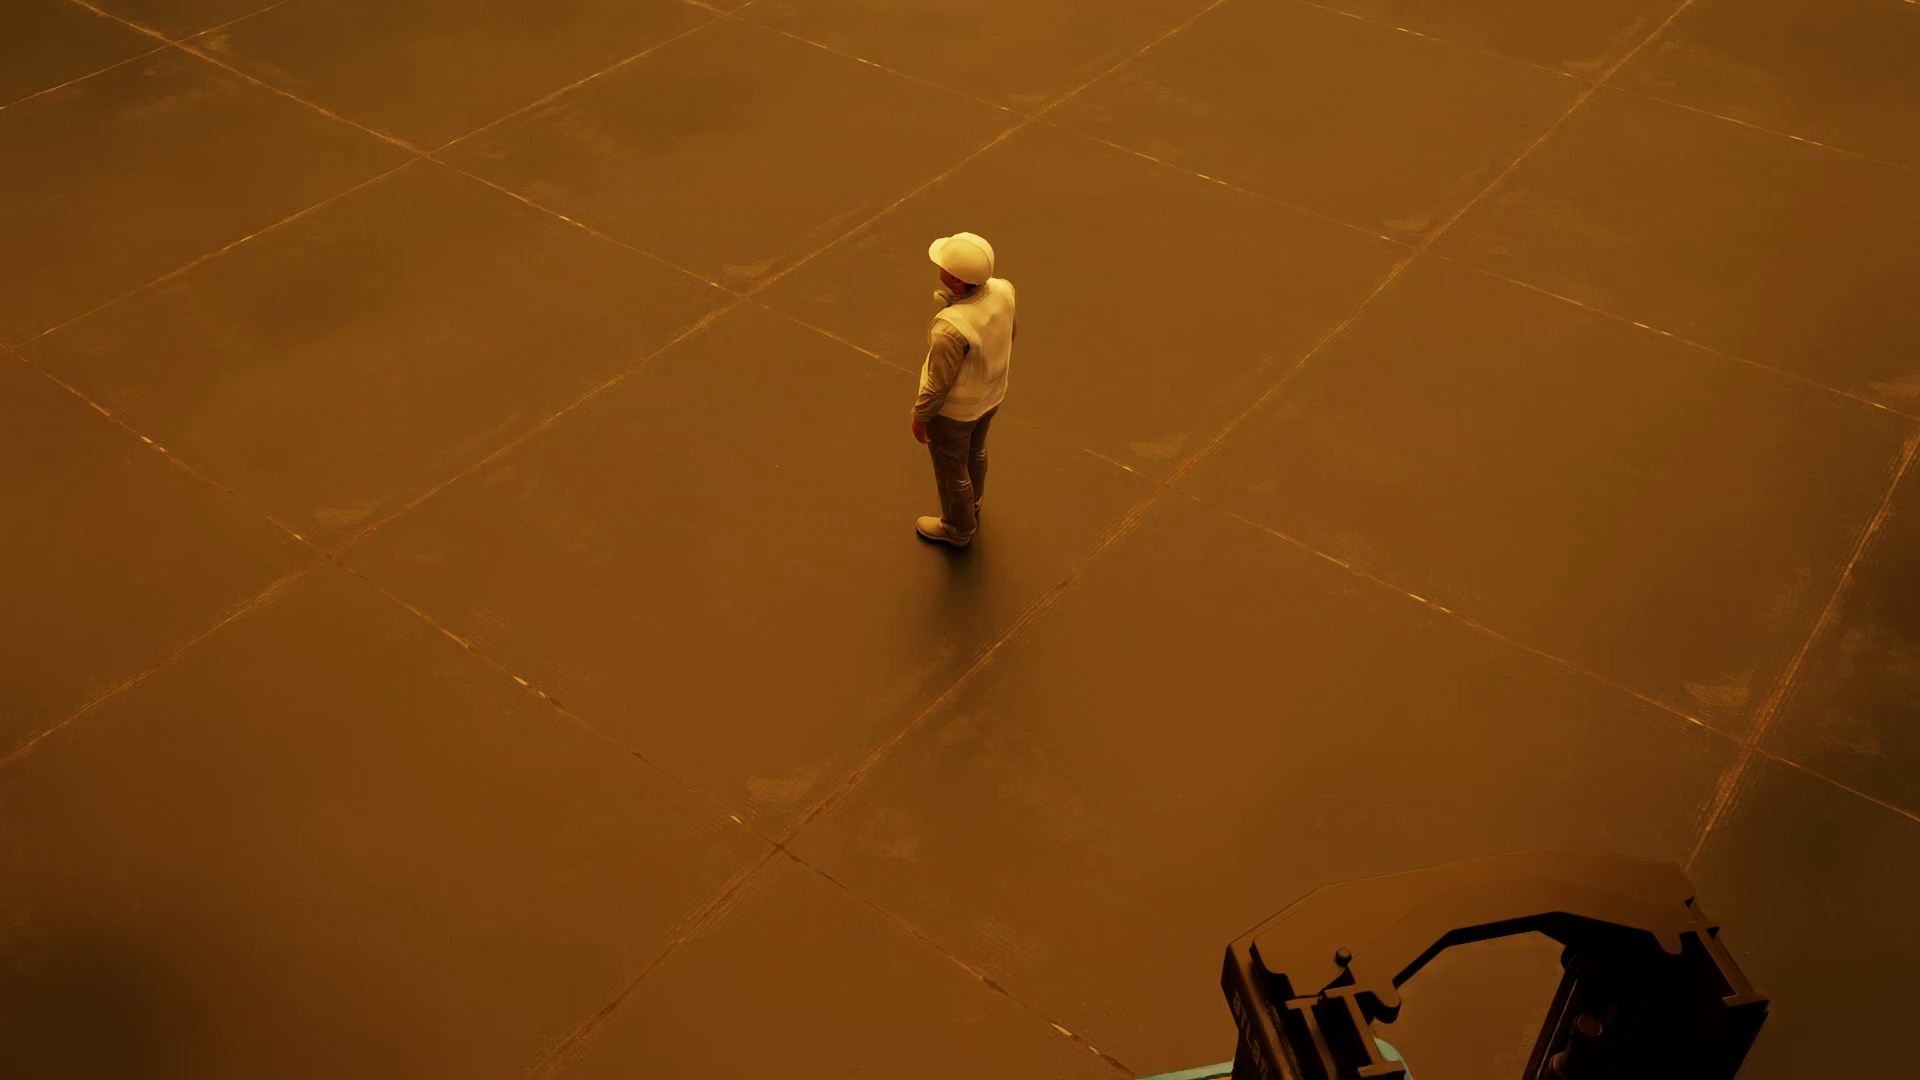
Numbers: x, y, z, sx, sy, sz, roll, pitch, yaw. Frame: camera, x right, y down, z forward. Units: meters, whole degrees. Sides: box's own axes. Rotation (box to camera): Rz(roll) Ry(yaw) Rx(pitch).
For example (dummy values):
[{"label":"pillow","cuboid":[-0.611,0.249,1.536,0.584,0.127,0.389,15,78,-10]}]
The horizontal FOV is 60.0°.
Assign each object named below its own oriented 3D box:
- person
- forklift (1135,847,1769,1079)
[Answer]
[{"label":"person","cuboid":[-0.044,-0.709,7.786,0.568,1.773,0.632,26,47,28]},{"label":"forklift","cuboid":[1.102,2.173,3.526,1.130,2.935,3.031,-8,41,-9]}]
